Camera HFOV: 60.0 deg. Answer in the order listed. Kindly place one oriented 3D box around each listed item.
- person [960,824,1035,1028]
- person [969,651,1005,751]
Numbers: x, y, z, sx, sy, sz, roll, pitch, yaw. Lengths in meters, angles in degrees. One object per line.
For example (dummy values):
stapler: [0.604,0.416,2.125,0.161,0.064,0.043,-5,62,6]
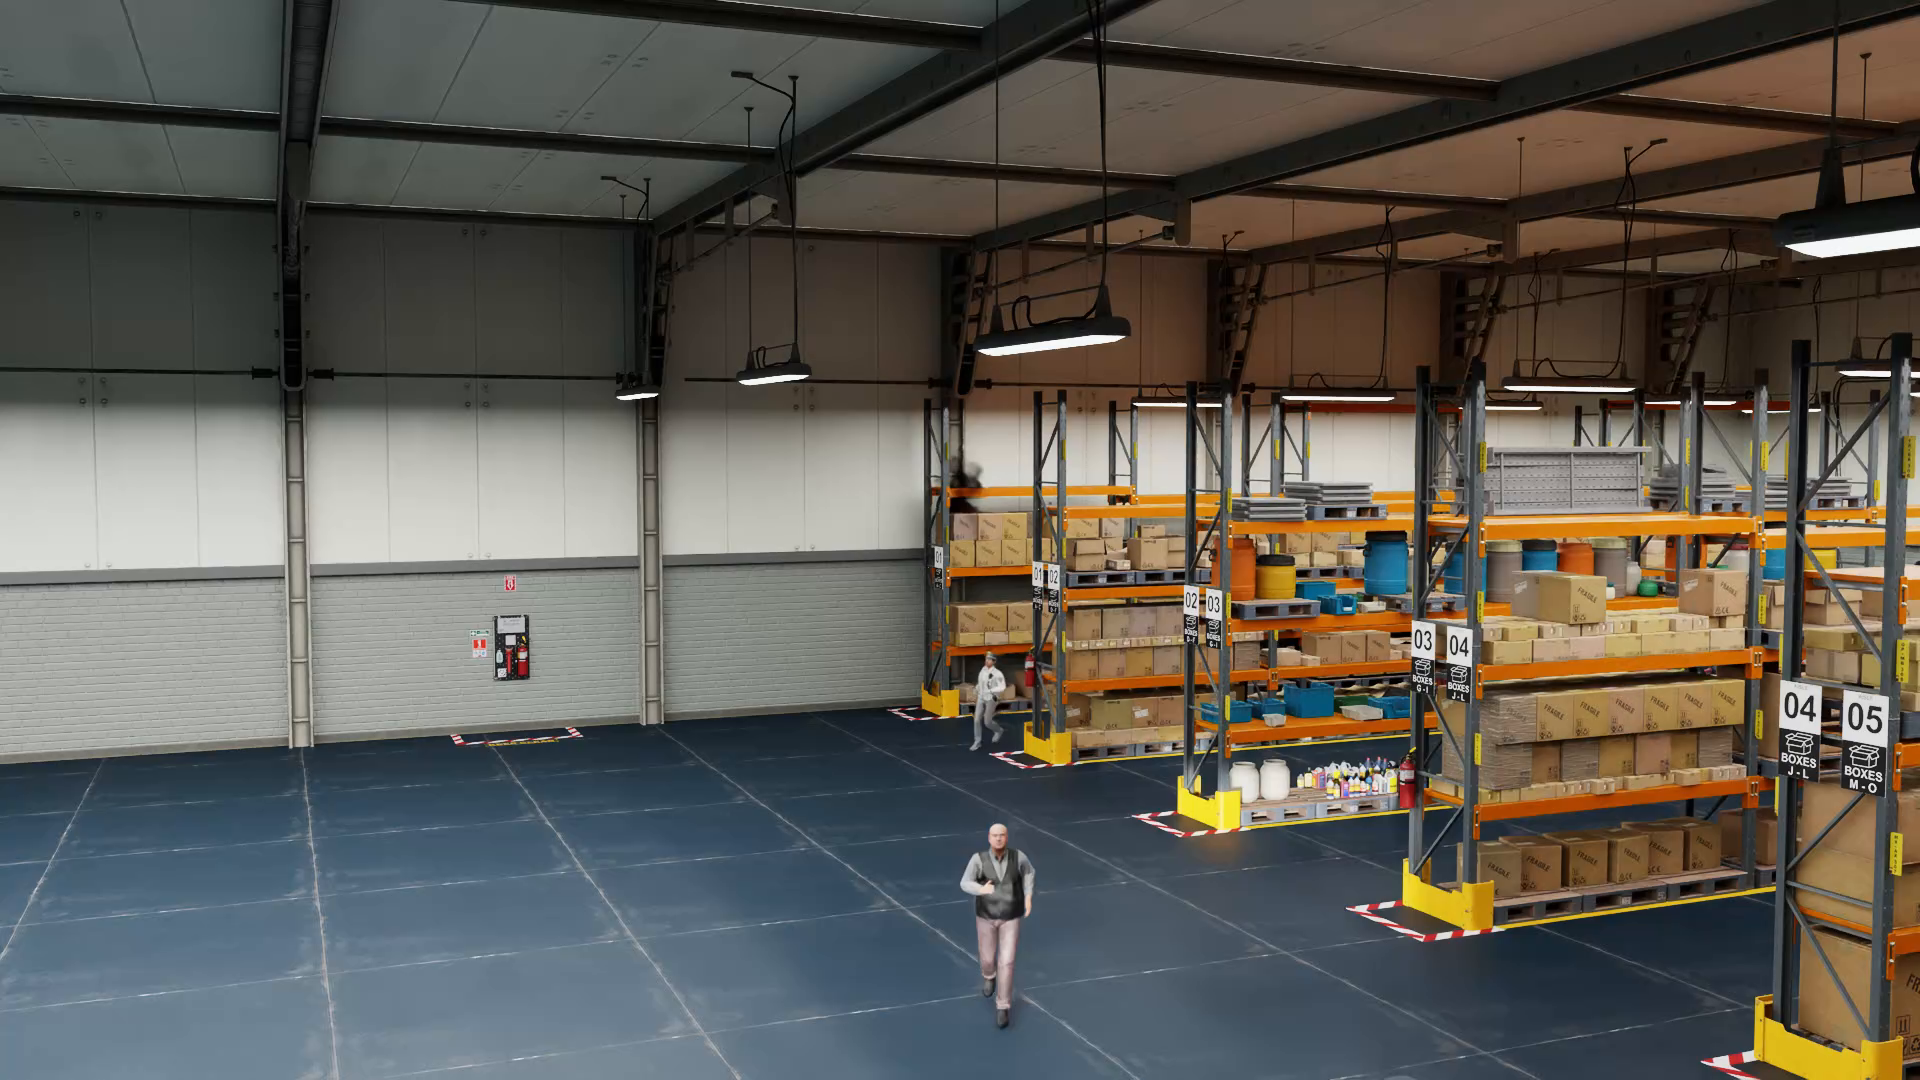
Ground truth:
person: [0.344,3.398,14.948,0.689,1.709,0.939,0,3,-1]
person: [0.515,2.700,28.036,0.656,1.685,0.757,3,5,44]
